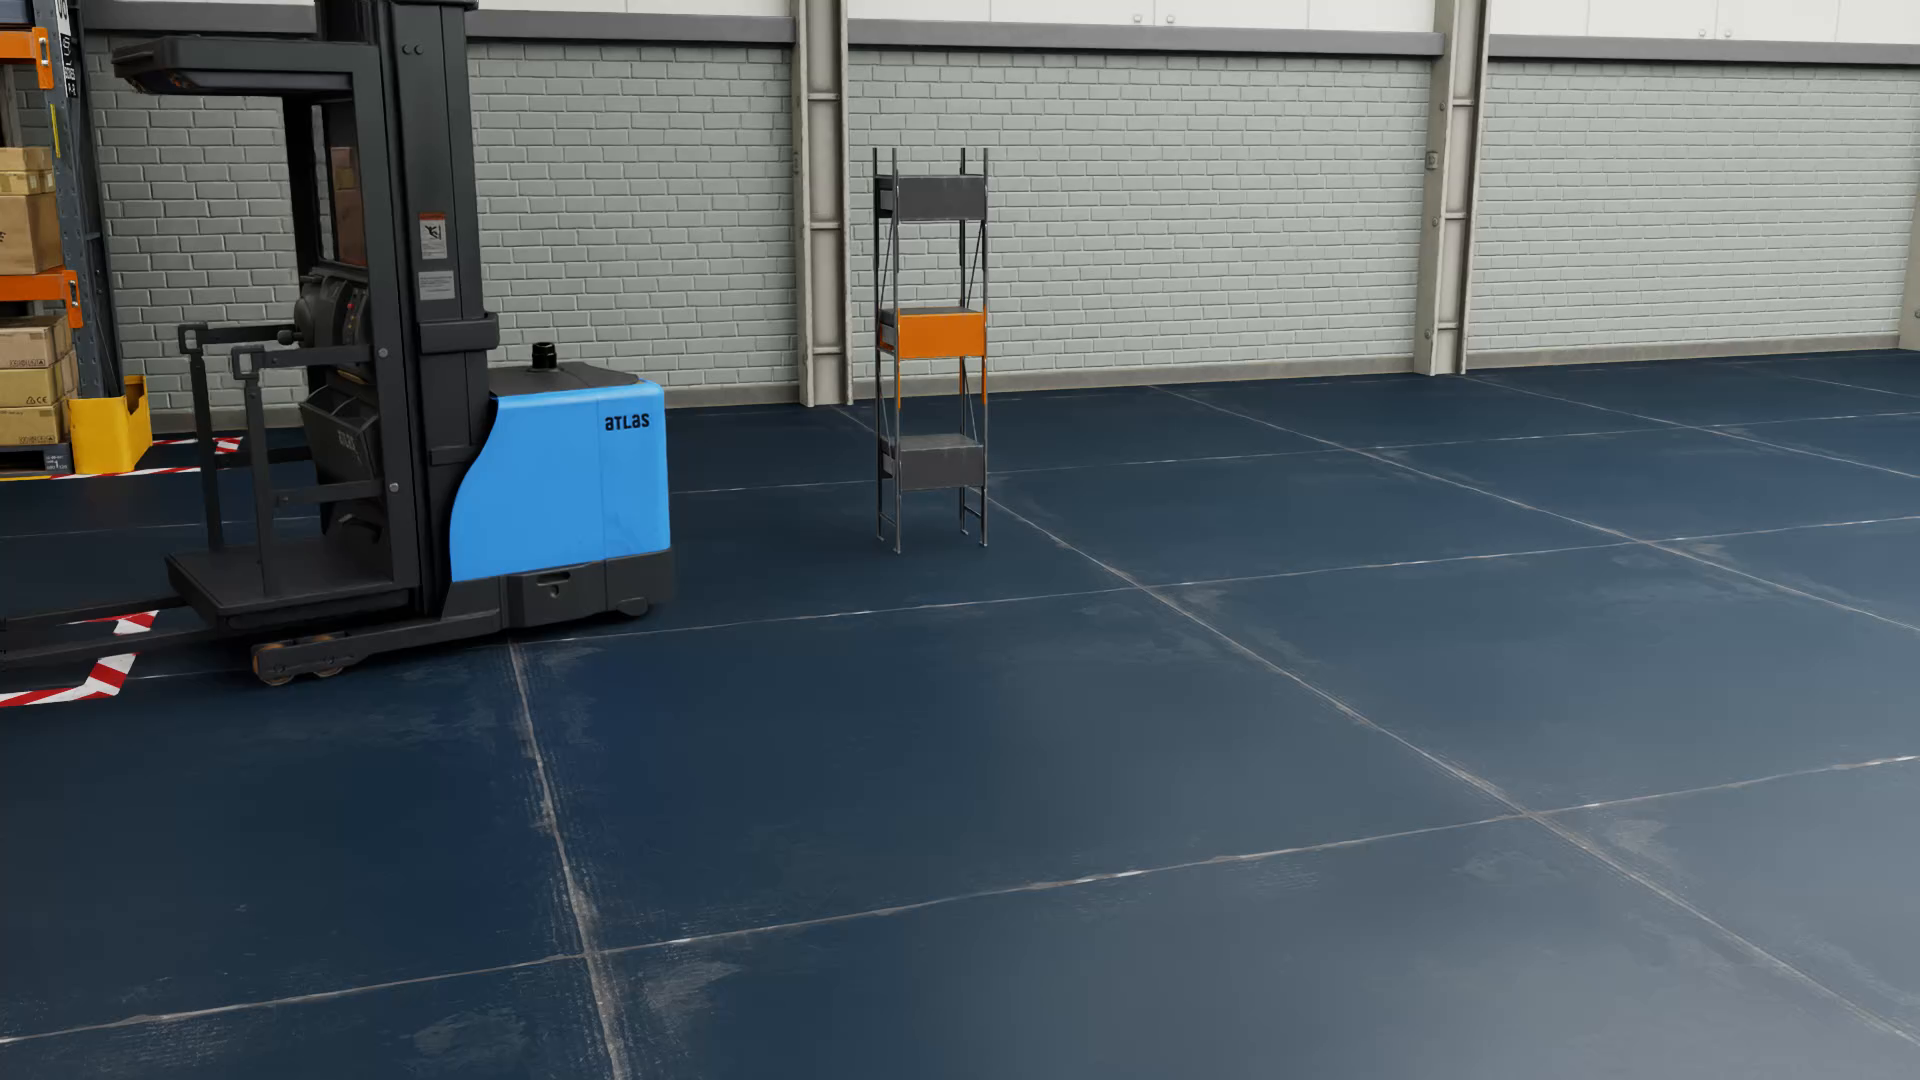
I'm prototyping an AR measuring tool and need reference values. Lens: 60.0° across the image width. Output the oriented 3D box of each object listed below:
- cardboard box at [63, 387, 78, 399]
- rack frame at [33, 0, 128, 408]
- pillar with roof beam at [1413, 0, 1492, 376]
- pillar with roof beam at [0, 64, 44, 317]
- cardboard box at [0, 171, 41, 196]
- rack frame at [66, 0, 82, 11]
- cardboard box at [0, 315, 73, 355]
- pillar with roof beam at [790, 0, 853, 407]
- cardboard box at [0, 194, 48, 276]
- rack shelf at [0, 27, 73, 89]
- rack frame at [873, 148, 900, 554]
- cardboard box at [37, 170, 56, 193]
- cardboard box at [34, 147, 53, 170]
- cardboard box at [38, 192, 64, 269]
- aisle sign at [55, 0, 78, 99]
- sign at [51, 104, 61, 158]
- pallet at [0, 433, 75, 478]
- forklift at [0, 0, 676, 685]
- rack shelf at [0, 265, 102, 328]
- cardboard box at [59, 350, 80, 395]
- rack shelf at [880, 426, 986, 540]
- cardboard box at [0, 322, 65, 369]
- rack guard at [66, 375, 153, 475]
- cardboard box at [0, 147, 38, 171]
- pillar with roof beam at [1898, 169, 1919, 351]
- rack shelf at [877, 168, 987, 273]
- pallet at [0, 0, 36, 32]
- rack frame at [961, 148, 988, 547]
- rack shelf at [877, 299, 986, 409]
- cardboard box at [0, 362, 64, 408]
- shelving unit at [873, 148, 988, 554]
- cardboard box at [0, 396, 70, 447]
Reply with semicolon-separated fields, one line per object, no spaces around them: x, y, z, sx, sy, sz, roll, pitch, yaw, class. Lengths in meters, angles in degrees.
-6.394;-0.895;11.458;0.500;0.250;0.500;-4;14;-18;cardboard box
-5.866;-2.022;11.160;0.127;3.000;1.000;-4;14;-18;rack frame
5.933;-5.028;10.835;0.400;9.000;9.100;-4;14;-18;pillar with roof beam
-5.441;-4.142;7.111;0.400;9.000;9.100;-4;14;-18;pillar with roof beam
-6.106;-2.299;10.707;0.250;0.149;0.380;-4;14;-17;cardboard box
-5.866;-4.940;10.466;0.127;3.000;1.000;-4;14;-18;rack frame
-6.382;-1.381;11.339;0.500;0.250;0.500;-5;14;-19;cardboard box
0.246;-4.585;8.973;0.400;9.000;9.100;-4;14;-18;pillar with roof beam
-6.249;-1.976;10.754;0.500;0.500;0.500;-5;14;-19;cardboard box
-7.762;-2.983;10.276;4.000;0.370;1.077;-4;14;-18;rack shelf
-0.388;-0.991;8.773;0.015;2.100;0.400;-4;14;-18;rack frame
-6.271;-2.418;11.207;0.250;0.149;0.380;-5;14;-20;cardboard box
-6.253;-2.553;11.132;0.250;0.149;0.380;-5;14;-19;cardboard box
-6.425;-2.095;11.251;0.500;0.500;0.500;-4;14;-16;cardboard box
-5.710;-3.227;10.609;0.004;0.787;0.394;-4;14;-18;aisle sign
-5.707;-2.580;10.494;0.005;0.325;0.100;-4;14;-18;sign
-6.578;-0.600;11.207;1.213;0.211;1.003;-4;14;-18;pallet
-2.816;-0.979;6.927;3.031;2.935;1.130;-9;16;-34;forklift
-7.762;-1.524;10.623;4.000;0.370;1.077;-4;14;-18;rack shelf
-6.378;-1.142;11.417;0.500;0.250;0.500;-4;14;-17;cardboard box
-0.157;-0.315;9.014;0.480;0.518;0.431;-4;14;-18;rack shelf
-6.203;-1.272;10.883;0.500;0.250;0.500;-4;14;-16;cardboard box
-5.844;-0.807;11.457;0.348;0.500;1.175;-4;14;-18;rack guard
-6.139;-2.458;10.734;0.250;0.149;0.380;-4;14;-18;cardboard box
11.619;-5.471;12.696;0.400;9.000;9.100;-4;14;-18;pillar with roof beam
-0.157;-1.677;8.690;0.480;0.518;0.431;-4;14;-18;rack shelf
-6.545;-3.391;10.628;1.213;0.211;1.003;-4;14;-18;pallet
0.074;-1.027;8.924;0.015;2.100;0.400;-4;14;-18;rack frame
-0.157;-0.996;8.852;0.480;0.518;0.431;-4;14;-18;rack shelf
-6.228;-1.027;10.933;0.500;0.250;0.500;-5;14;-19;cardboard box
-0.157;-1.009;8.848;0.503;2.100;0.431;-4;14;-18;shelving unit
-6.211;-0.784;10.993;0.500;0.250;0.500;-4;14;-18;cardboard box
